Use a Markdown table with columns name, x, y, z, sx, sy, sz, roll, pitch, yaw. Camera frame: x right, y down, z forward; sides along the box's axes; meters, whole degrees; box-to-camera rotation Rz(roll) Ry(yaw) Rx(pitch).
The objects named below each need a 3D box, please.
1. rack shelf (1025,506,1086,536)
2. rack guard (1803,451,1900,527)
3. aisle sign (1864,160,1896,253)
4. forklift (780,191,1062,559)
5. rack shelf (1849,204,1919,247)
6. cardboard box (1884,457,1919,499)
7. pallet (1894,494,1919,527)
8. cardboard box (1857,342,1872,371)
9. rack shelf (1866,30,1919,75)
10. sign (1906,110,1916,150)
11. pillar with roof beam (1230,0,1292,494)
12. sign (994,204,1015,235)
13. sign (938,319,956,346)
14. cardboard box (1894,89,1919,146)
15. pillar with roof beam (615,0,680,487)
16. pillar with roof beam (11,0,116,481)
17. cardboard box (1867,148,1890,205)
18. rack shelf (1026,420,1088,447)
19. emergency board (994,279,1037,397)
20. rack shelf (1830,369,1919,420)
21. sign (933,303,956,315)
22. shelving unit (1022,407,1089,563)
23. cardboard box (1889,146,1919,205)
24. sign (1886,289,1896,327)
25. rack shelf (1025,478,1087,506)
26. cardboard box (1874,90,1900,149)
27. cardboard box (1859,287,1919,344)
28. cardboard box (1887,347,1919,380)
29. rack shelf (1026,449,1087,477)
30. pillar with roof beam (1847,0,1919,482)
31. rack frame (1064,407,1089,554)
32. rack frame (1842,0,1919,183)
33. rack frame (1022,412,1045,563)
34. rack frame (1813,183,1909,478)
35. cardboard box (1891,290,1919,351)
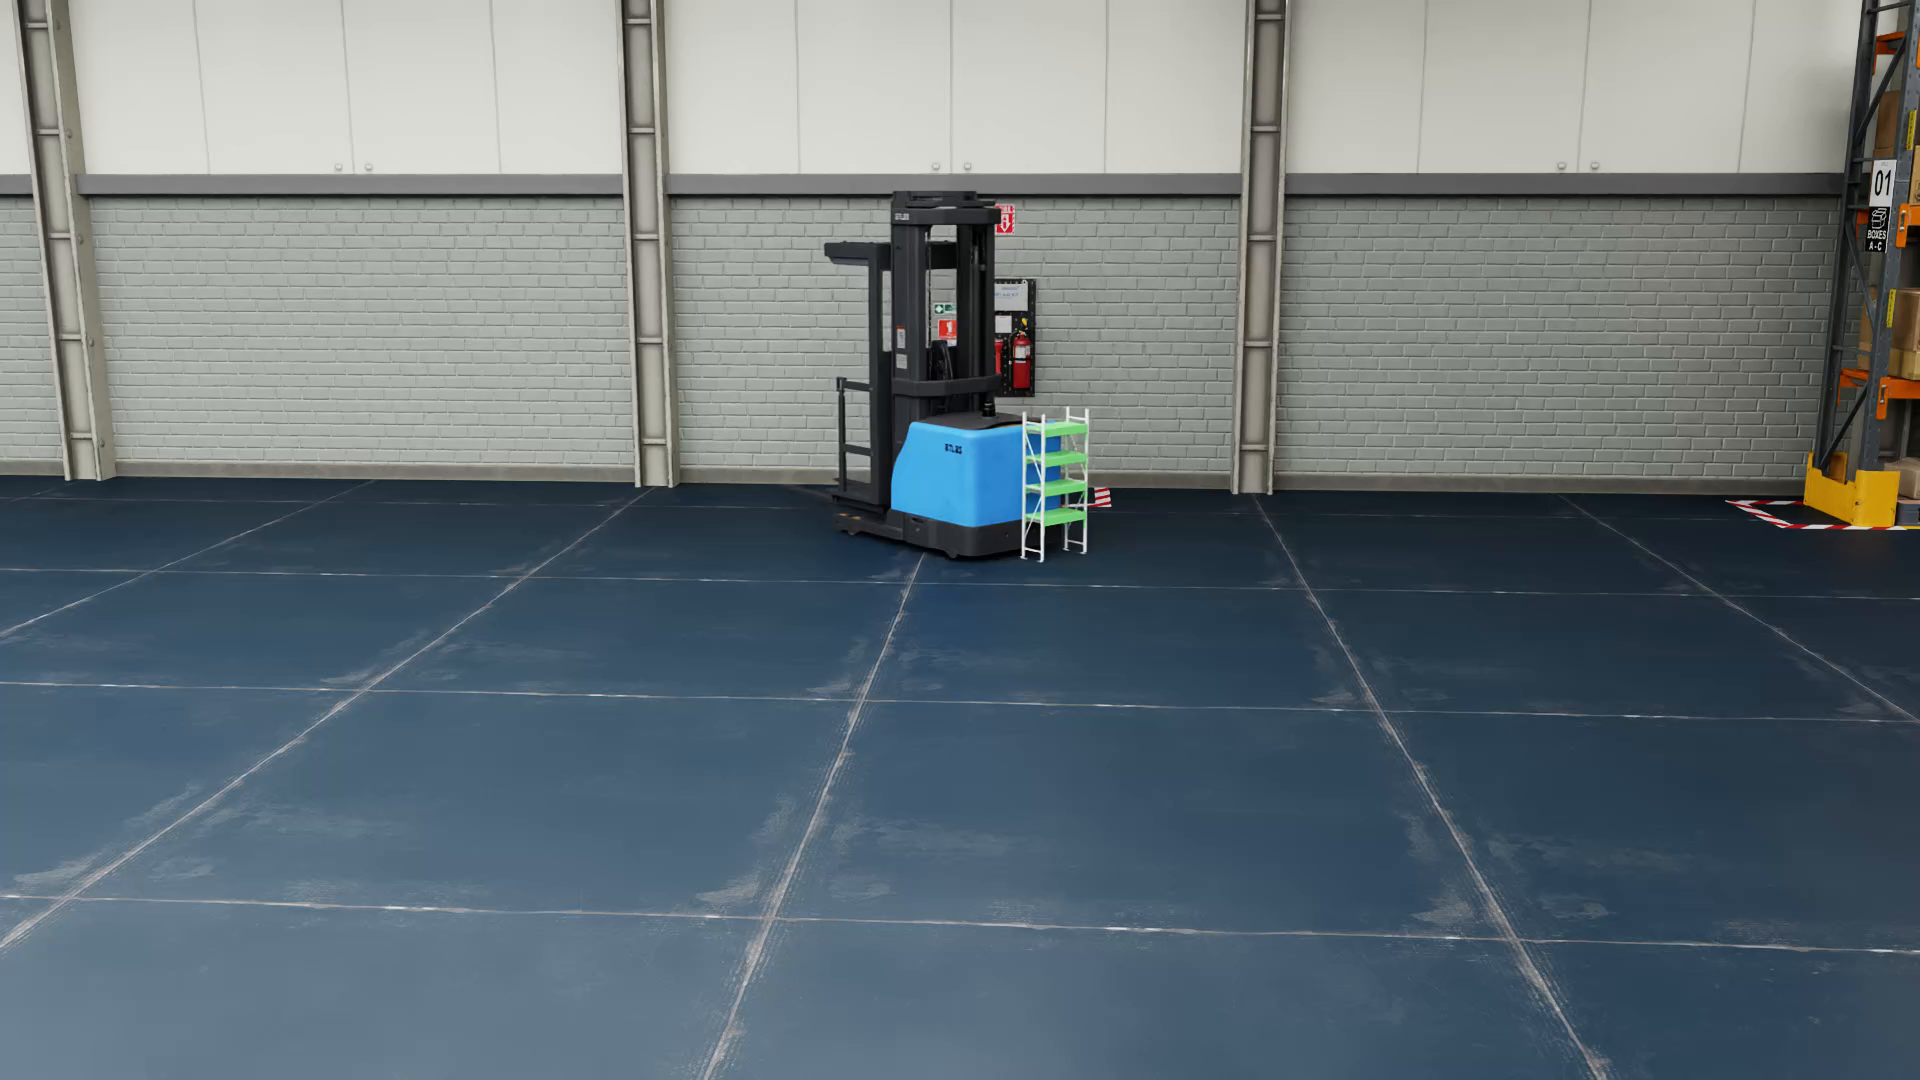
| name | x | y | z | sx | sy | sz | roll | pitch | yaw |
| --- | --- | --- | --- | --- | --- | --- | --- | --- | --- |
| rack shelf | 0.773 | -0.157 | 13.574 | 0.480 | 0.148 | 0.258 | -10 | 16 | -40 |
| rack guard | 8.209 | -0.479 | 15.337 | 0.348 | 0.500 | 1.175 | 1 | 12 | 4 |
| aisle sign | 8.041 | -2.916 | 14.531 | 0.004 | 0.787 | 0.394 | 1 | 12 | 4 |
| forklift | -0.473 | -1.531 | 14.427 | 1.130 | 2.935 | 3.031 | -10 | 15 | -38 |
| rack shelf | 10.128 | -2.792 | 14.721 | 4.000 | 0.370 | 1.077 | 1 | 12 | 4 |
| cardboard box | 8.817 | -0.575 | 15.183 | 0.500 | 0.311 | 0.500 | -1 | 12 | -3 |
| pallet | 9.017 | -0.319 | 15.279 | 1.213 | 0.211 | 1.003 | 1 | 12 | 4 |
| cardboard box | 8.612 | -1.673 | 15.258 | 0.500 | 0.250 | 0.500 | 1 | 12 | 5 |
| rack shelf | 10.128 | -4.259 | 14.415 | 4.000 | 0.370 | 1.077 | 1 | 12 | 4 |
| sign | 8.097 | -3.489 | 14.159 | 0.005 | 0.325 | 0.100 | 1 | 12 | 4 |
| pillar with roof beam | 2.615 | -4.010 | 11.459 | 0.400 | 9.000 | 9.100 | 1 | 12 | 4 |
| sign | 0.438 | -3.149 | 16.337 | 0.199 | 0.298 | 0.001 | 1 | 12 | 4 |
| sign | -0.105 | -2.040 | 16.609 | 0.234 | 0.329 | 0.001 | 1 | 12 | 4 |
| cardboard box | 8.501 | -3.665 | 14.402 | 0.500 | 0.500 | 0.500 | 0 | 12 | 0 |
| pillar with roof beam | -3.372 | -4.092 | 11.851 | 0.400 | 9.000 | 9.100 | 1 | 12 | 4 |
| pillar with roof beam | -9.358 | -4.174 | 12.243 | 0.400 | 9.000 | 9.100 | 1 | 12 | 4 |
| cardboard box | 8.566 | -3.276 | 14.986 | 0.500 | 0.500 | 0.500 | 2 | 12 | 8 |
| rack shelf | 0.773 | -0.862 | 13.426 | 0.480 | 0.148 | 0.258 | -10 | 16 | -40 |
| emergency board | 0.439 | -1.994 | 16.476 | 0.643 | 1.169 | 0.194 | 1 | 12 | 4 |
| rack shelf | 10.128 | -1.324 | 15.029 | 4.000 | 0.370 | 1.077 | 1 | 12 | 4 |
| sign | -0.101 | -2.298 | 16.546 | 0.331 | 0.109 | 0.001 | 1 | 12 | 4 |
| shelving unit | 0.773 | -0.455 | 13.511 | 0.503 | 1.200 | 0.258 | -10 | 16 | -40 |
| cardboard box | 8.450 | -3.175 | 14.500 | 0.500 | 0.500 | 0.500 | 1 | 12 | 5 |
| sign | 8.097 | -2.016 | 14.467 | 0.005 | 0.325 | 0.100 | 1 | 12 | 4 |
| rack shelf | 0.773 | -0.392 | 13.525 | 0.480 | 0.148 | 0.258 | -10 | 16 | -40 |
| cardboard box | 8.581 | -3.767 | 14.891 | 0.500 | 0.500 | 0.500 | 1 | 12 | 6 |
| cardboard box | 8.617 | -2.044 | 15.199 | 0.500 | 0.500 | 0.500 | 1 | 12 | 3 |
| cardboard box | 8.599 | -1.568 | 14.757 | 0.500 | 0.250 | 0.500 | 0 | 12 | 2 |
| rack shelf | 0.773 | -0.627 | 13.475 | 0.480 | 0.148 | 0.258 | -10 | 16 | -40 |
| pillar with roof beam | 8.602 | -3.928 | 11.066 | 0.400 | 9.000 | 9.100 | 1 | 12 | 4 |
| rack frame | 0.956 | -0.488 | 13.669 | 0.015 | 1.200 | 0.240 | -10 | 16 | -40 |
| rack frame | 8.133 | -4.640 | 14.471 | 0.127 | 3.000 | 1.000 | 1 | 12 | 4 |
| rack frame | 0.589 | -0.422 | 13.354 | 0.015 | 1.200 | 0.240 | -10 | 16 | -40 |
| rack frame | 8.133 | -1.704 | 15.086 | 0.127 | 3.000 | 1.000 | 1 | 12 | 4 |
| cardboard box | 8.589 | -1.939 | 14.698 | 0.500 | 0.500 | 0.500 | 1 | 12 | 4 |
